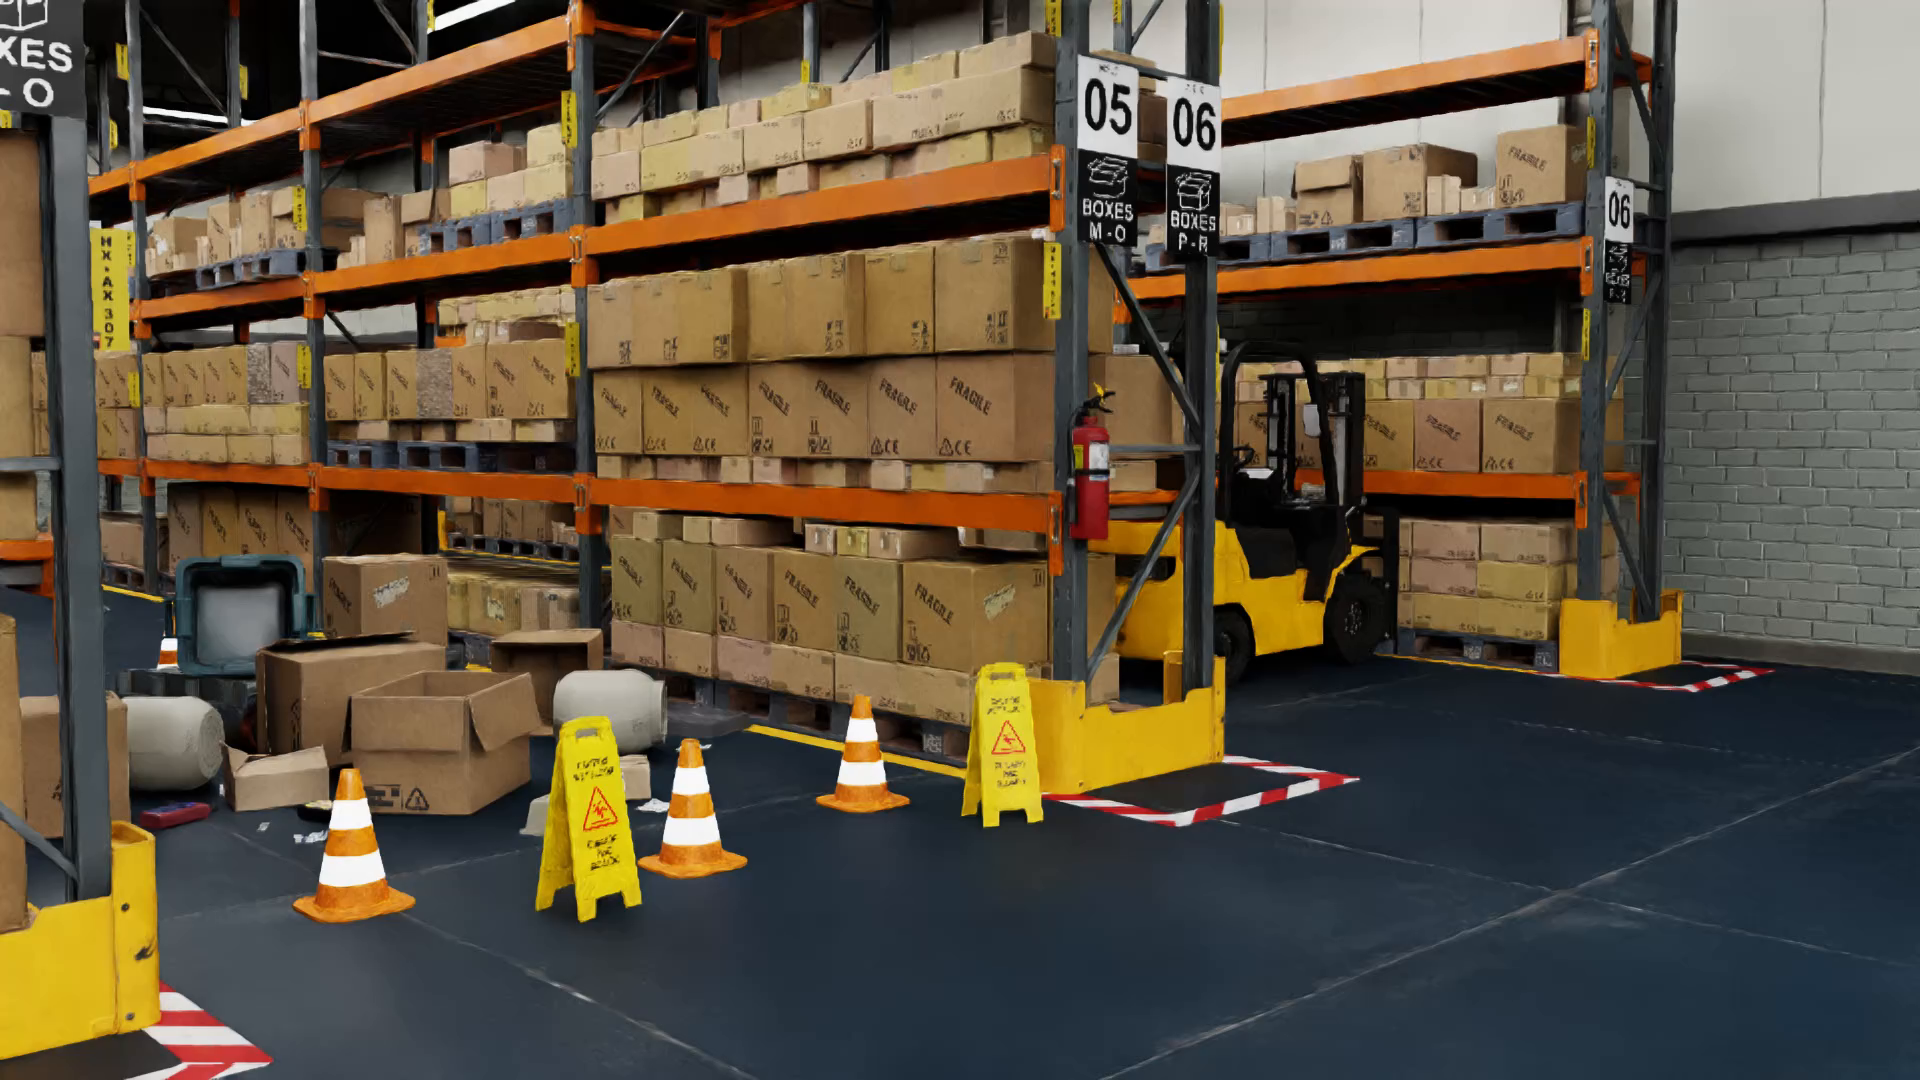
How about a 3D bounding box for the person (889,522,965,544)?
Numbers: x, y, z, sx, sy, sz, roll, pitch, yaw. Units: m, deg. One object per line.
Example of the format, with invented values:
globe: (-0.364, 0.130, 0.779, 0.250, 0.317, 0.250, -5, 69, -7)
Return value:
person: (-0.230, -0.067, 11.355, 0.547, 1.793, 0.558, 0, 4, -2)
